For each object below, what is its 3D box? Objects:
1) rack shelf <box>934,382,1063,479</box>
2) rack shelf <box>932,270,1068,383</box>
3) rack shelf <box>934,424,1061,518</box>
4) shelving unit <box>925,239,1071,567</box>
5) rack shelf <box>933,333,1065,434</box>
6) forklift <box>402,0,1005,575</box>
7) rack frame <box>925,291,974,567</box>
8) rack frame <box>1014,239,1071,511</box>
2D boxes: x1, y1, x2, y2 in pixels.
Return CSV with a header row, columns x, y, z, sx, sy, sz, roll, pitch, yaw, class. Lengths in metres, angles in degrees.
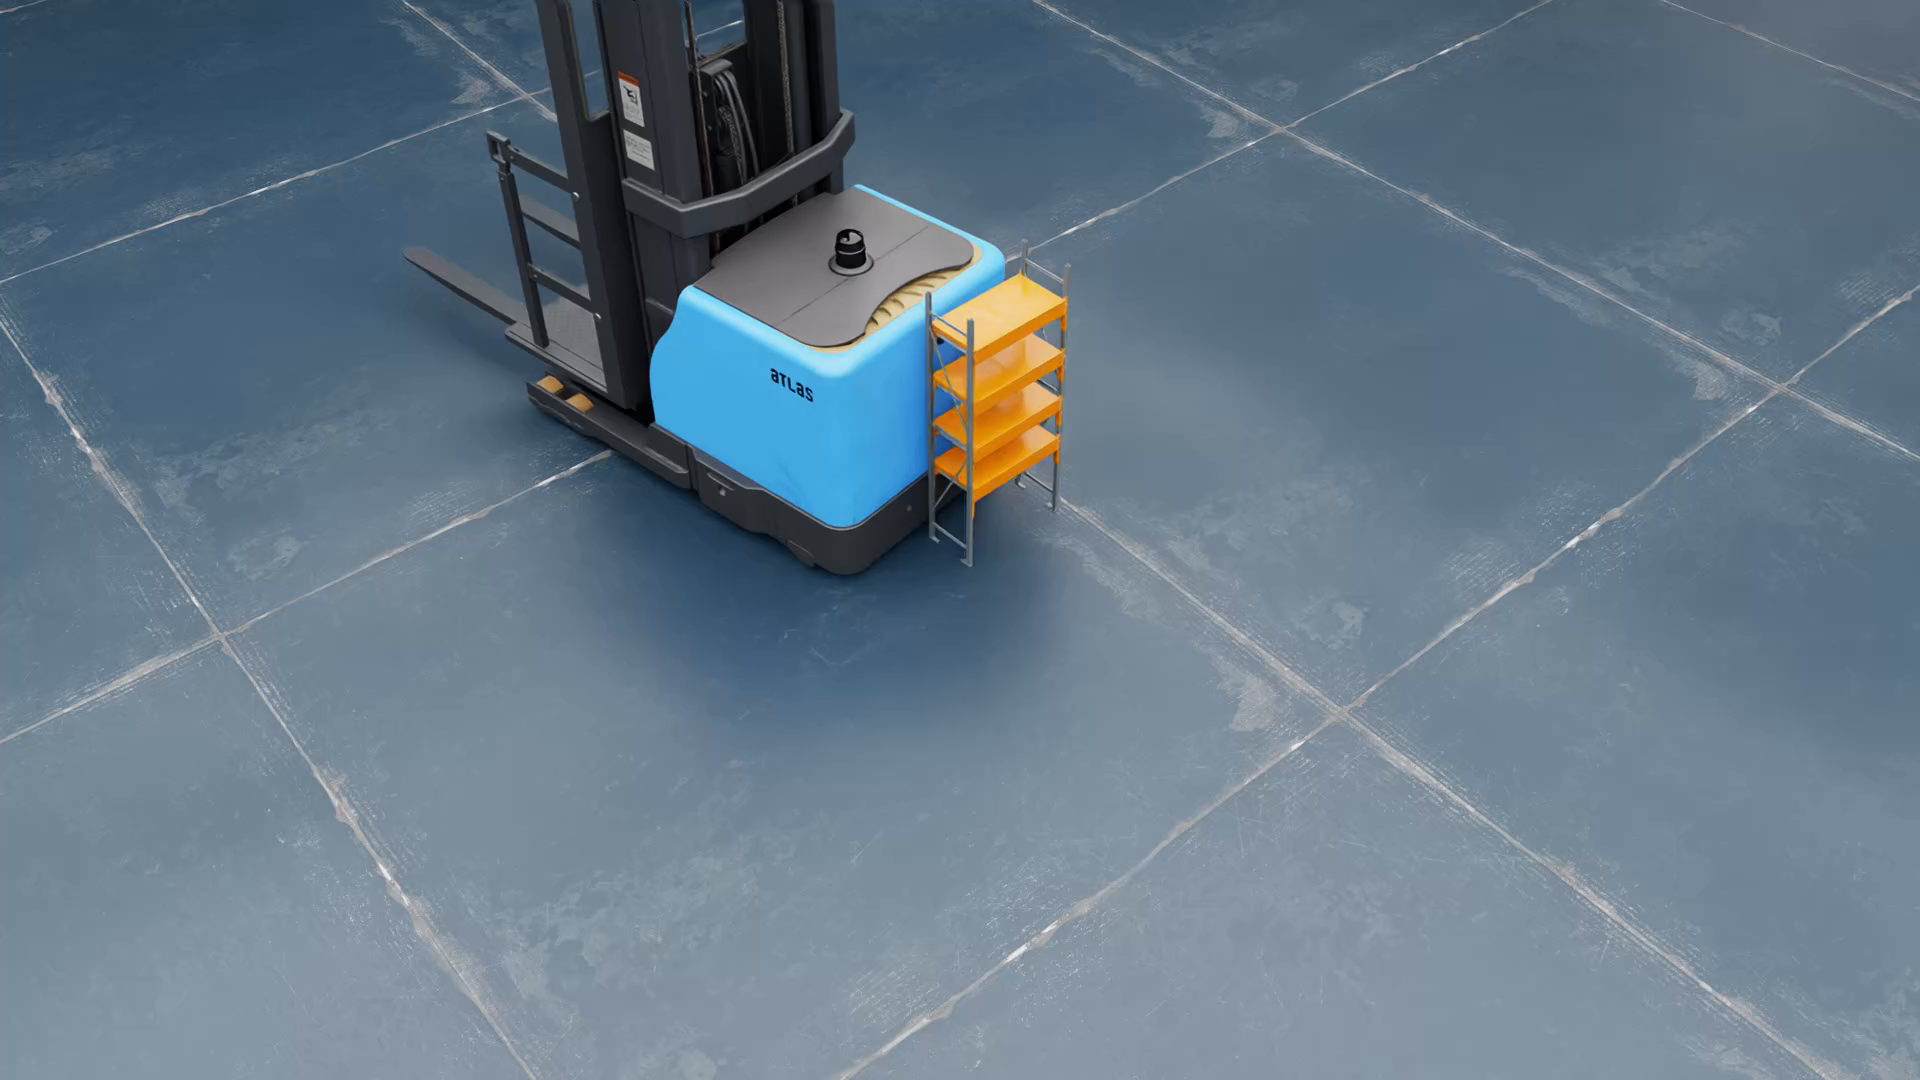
x,y,z,sx,sy,sz,roll,pitch,yaw,class
0.140,-0.457,6.459,0.480,0.148,0.258,-33,52,-30,rack shelf
0.140,-0.793,6.143,0.480,0.148,0.258,-33,52,-30,rack shelf
0.140,-0.312,6.594,0.480,0.148,0.258,-33,52,-30,rack shelf
0.140,-0.506,6.412,0.503,1.200,0.258,-33,52,-30,shelving unit
0.140,-0.620,6.305,0.480,0.148,0.258,-33,52,-30,rack shelf
-1.268,-1.788,6.513,3.031,2.935,1.130,30,51,28,forklift
-0.038,-0.392,6.290,0.015,1.200,0.240,-33,52,-30,rack frame
0.317,-0.621,6.534,0.015,1.200,0.240,-33,52,-30,rack frame
